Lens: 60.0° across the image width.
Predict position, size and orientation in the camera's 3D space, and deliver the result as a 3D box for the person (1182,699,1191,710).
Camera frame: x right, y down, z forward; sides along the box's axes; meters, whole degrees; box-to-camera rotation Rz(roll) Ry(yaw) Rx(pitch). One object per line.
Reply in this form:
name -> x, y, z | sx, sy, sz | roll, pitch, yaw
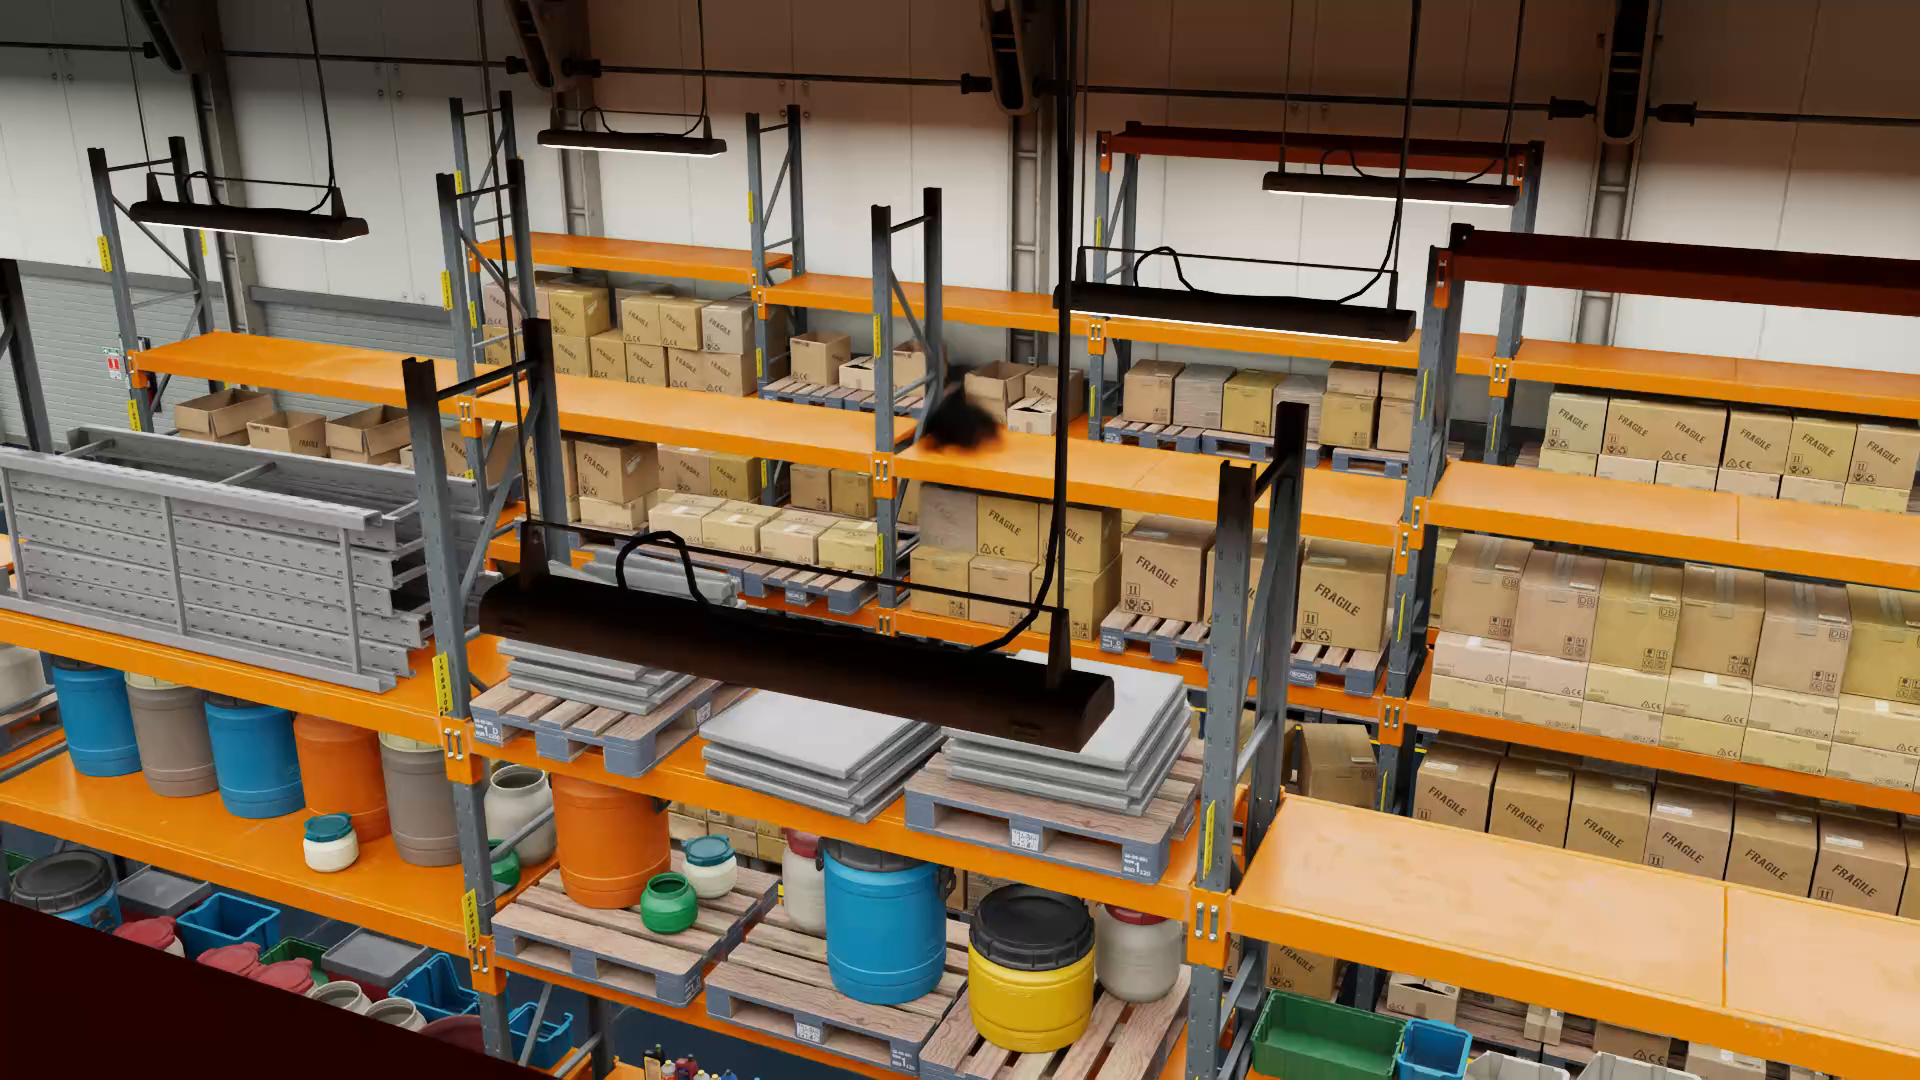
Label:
person -> 2.023, 1.803, 15.782 | 0.838, 1.467, 0.543 | 5, 21, 13
